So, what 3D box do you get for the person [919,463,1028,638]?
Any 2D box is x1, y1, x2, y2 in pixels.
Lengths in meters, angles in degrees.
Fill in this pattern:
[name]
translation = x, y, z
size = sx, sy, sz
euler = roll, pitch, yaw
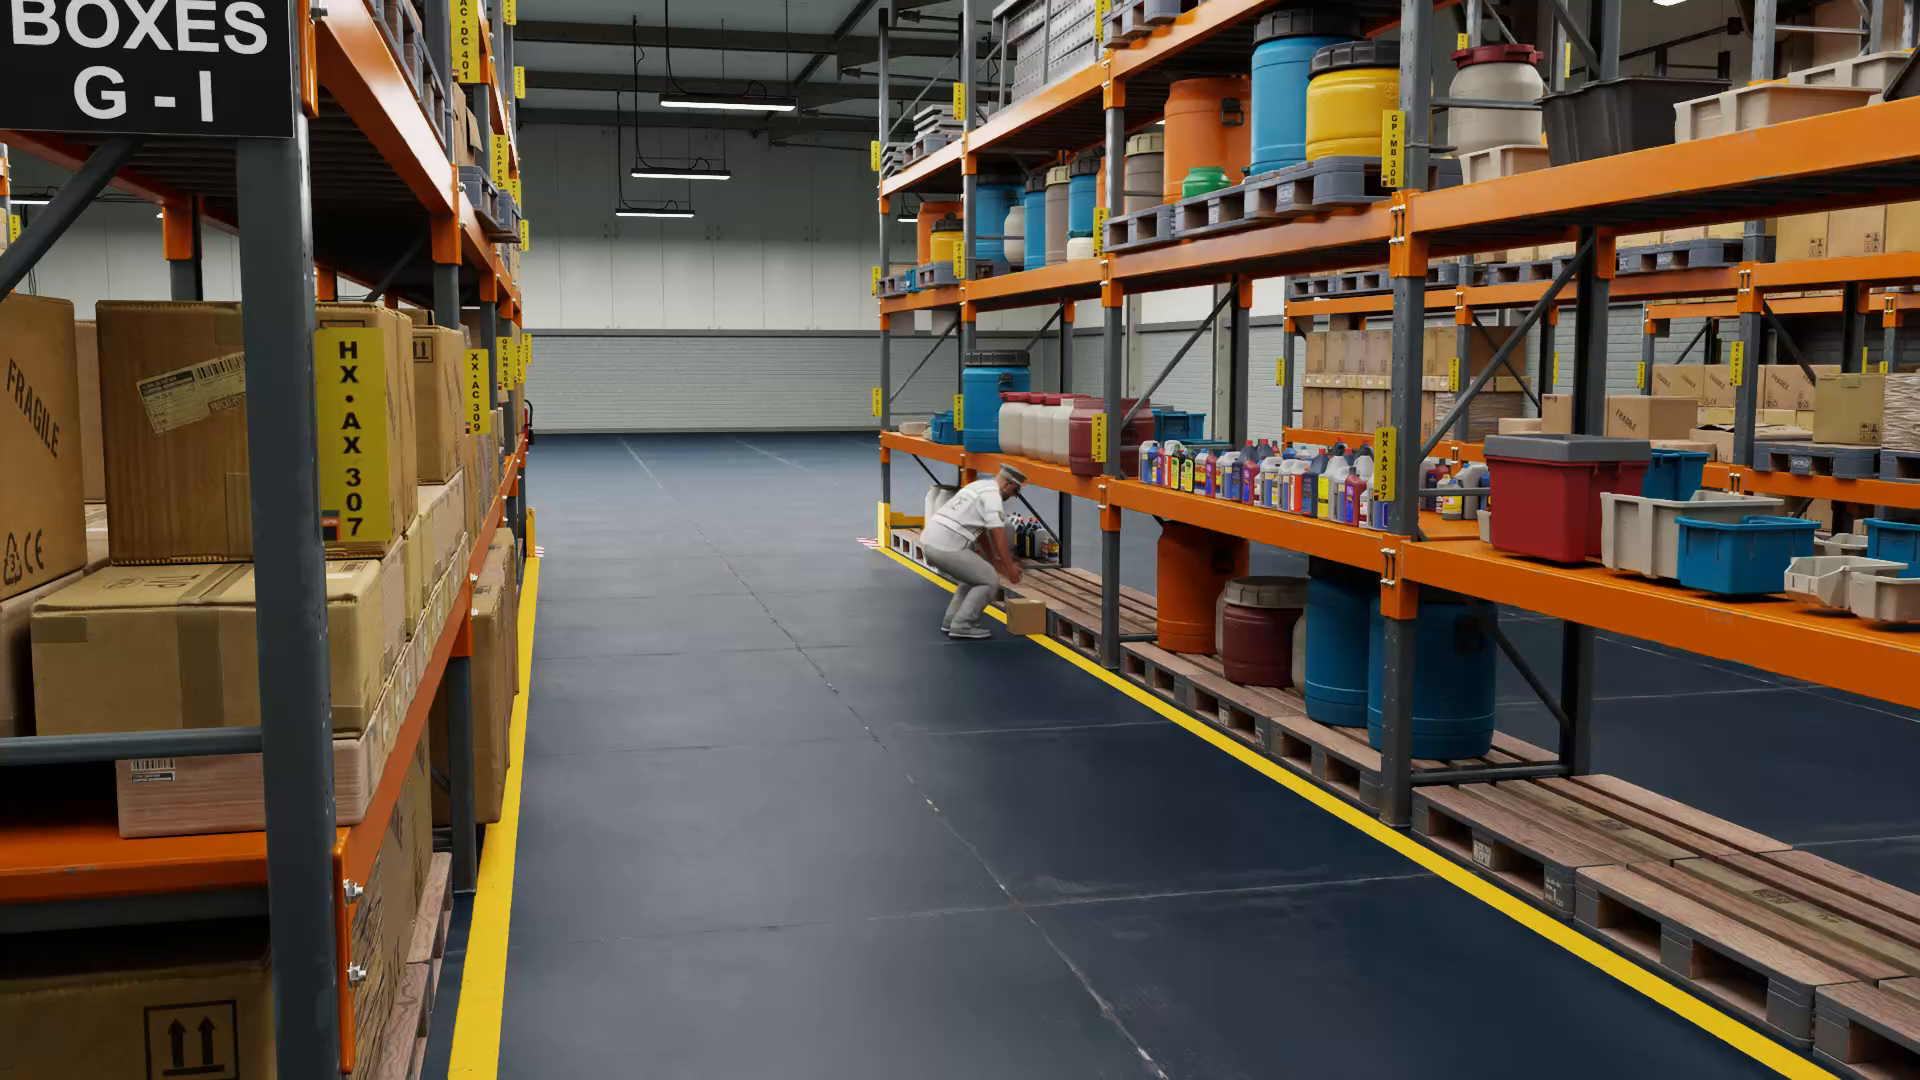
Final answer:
[person]
translation = 0.111, 0.075, 12.795
size = 0.855, 1.317, 0.588
euler = -1, 6, -14
